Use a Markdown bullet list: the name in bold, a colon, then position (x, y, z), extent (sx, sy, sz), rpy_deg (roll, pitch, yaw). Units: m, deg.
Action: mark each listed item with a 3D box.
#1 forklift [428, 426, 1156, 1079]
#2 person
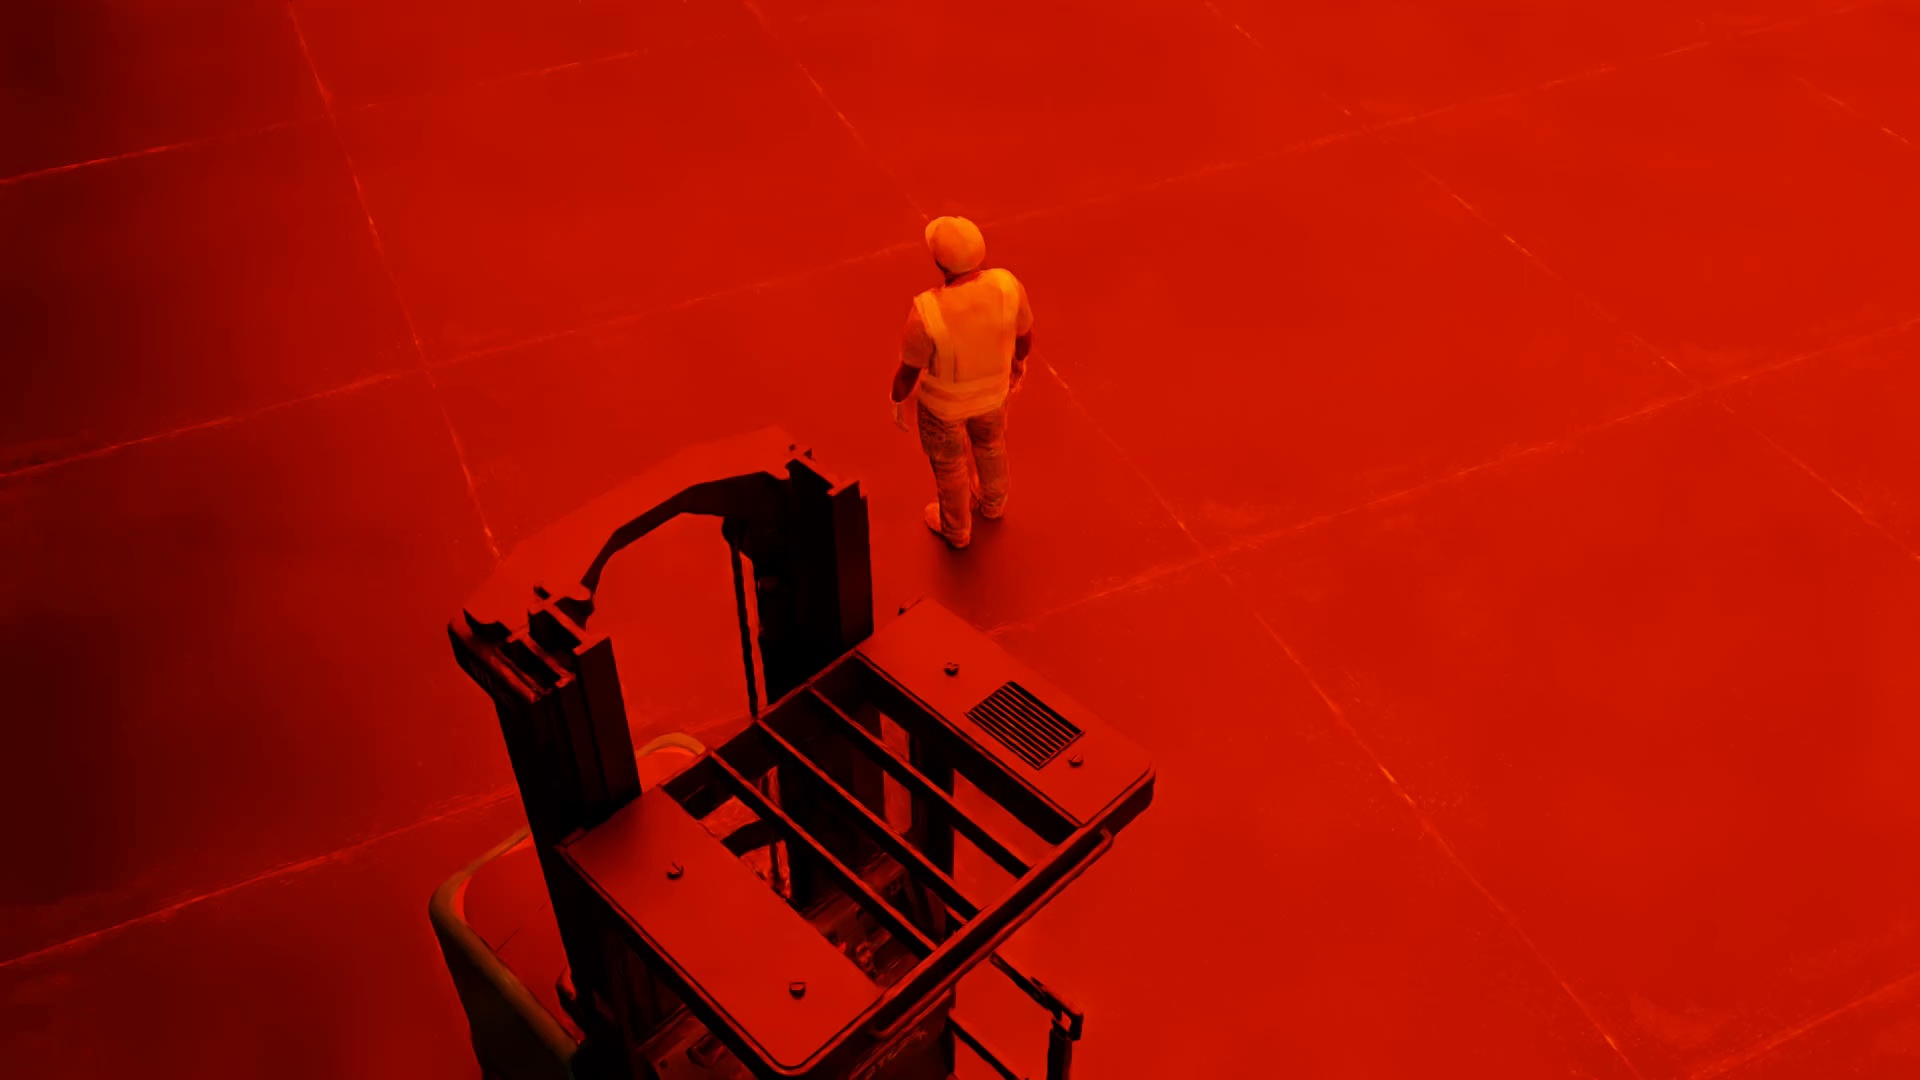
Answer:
- **forklift**: position (-0.257, 1.280, 4.308), extent (1.130, 2.935, 3.031), rpy_deg (-34, 53, -31)
- **person**: position (-0.023, -0.704, 7.266), extent (0.655, 1.782, 0.576), rpy_deg (-18, 46, -18)
